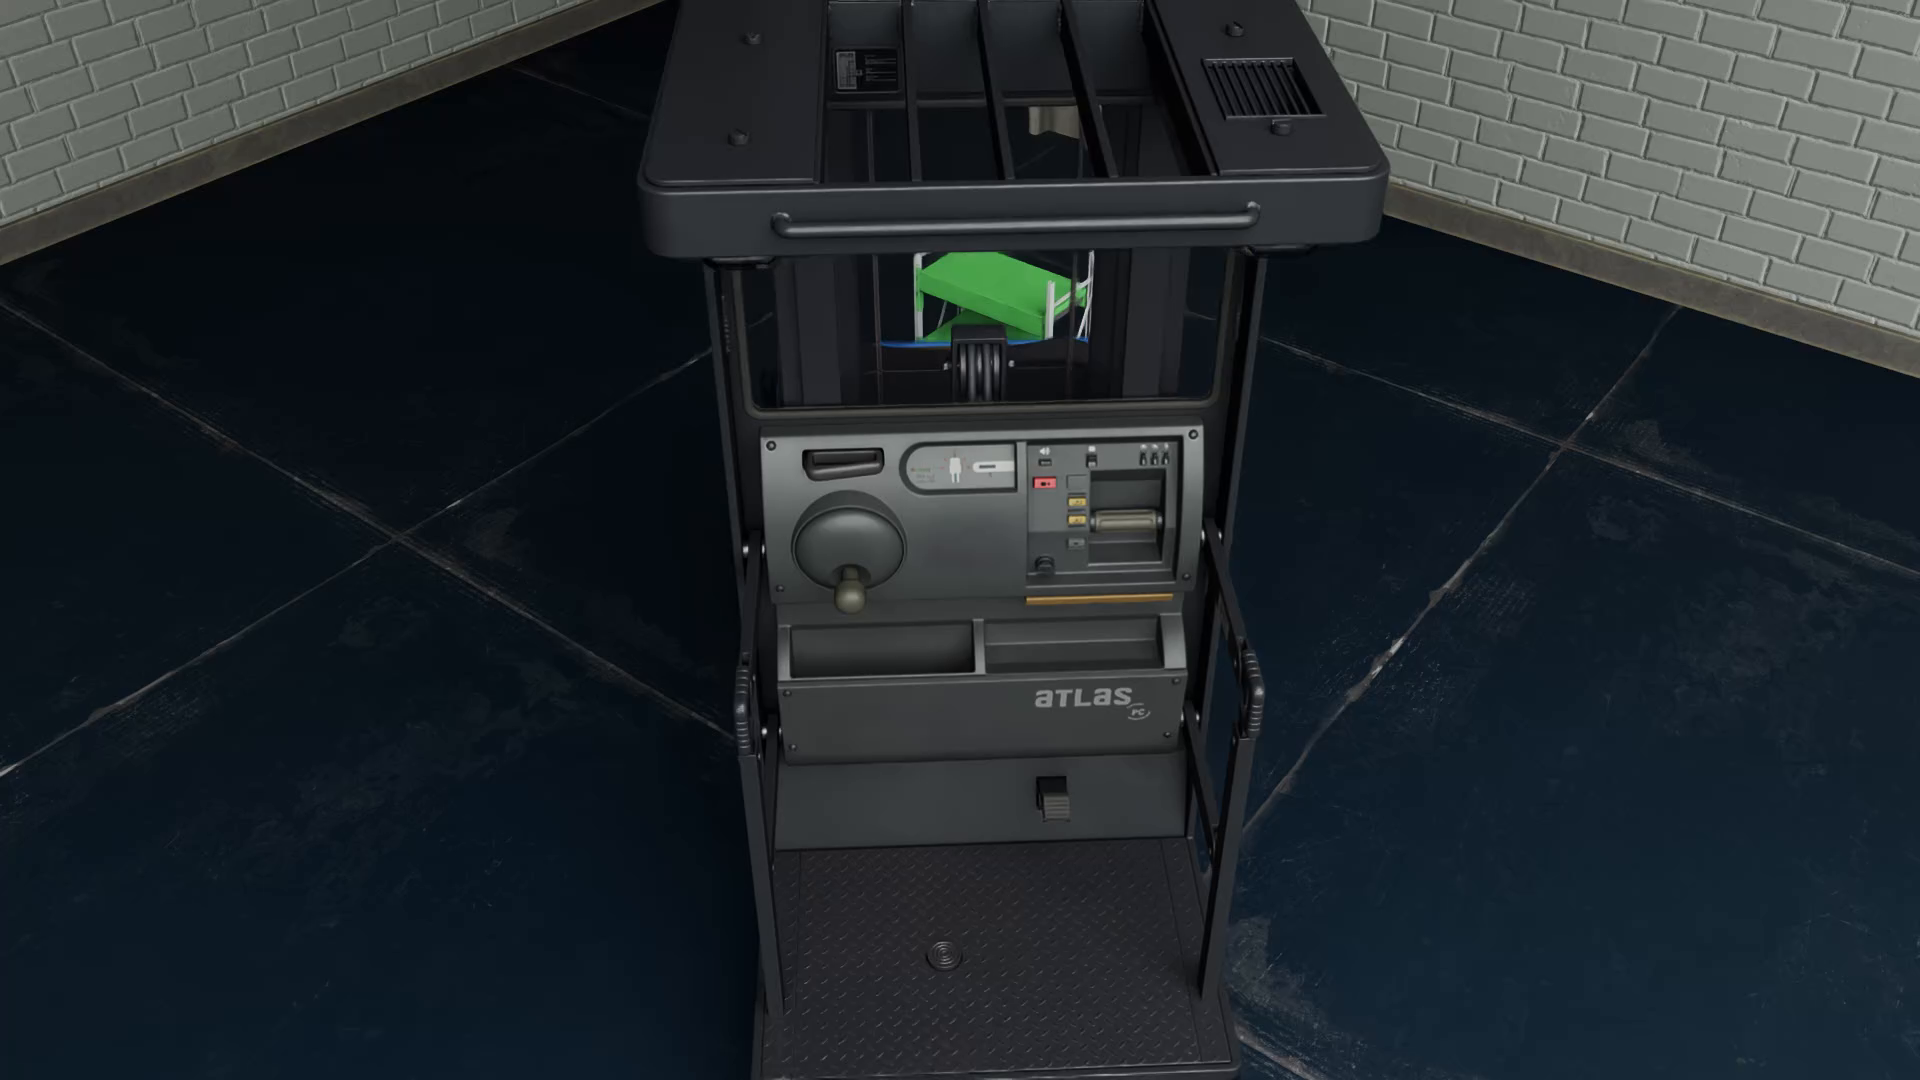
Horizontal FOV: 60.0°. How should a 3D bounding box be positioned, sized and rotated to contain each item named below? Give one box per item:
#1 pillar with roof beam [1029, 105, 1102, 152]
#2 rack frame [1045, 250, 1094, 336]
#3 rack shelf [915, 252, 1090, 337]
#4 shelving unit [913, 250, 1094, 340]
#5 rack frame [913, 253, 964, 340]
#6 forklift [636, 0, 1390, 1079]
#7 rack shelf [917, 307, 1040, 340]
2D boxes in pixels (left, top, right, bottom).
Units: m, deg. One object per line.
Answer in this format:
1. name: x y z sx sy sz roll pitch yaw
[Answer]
1. pillar with roof beam: -2.023 -3.489 2.907 0.400 9.000 9.100 25 45 29
2. rack frame: 0.325 -0.319 5.184 0.015 1.200 0.240 25 45 29
3. rack shelf: 0.131 -0.738 5.044 0.480 0.148 0.258 25 45 29
4. shelving unit: 0.131 -0.410 5.301 0.503 1.200 0.258 25 45 29
5. rack frame: -0.062 -0.502 5.418 0.015 1.200 0.240 25 45 29
6. forklift: 0.062 0.020 3.347 1.130 2.935 3.031 -2 38 -2
7. rack shelf: 0.131 -0.549 5.192 0.480 0.148 0.258 25 45 29
